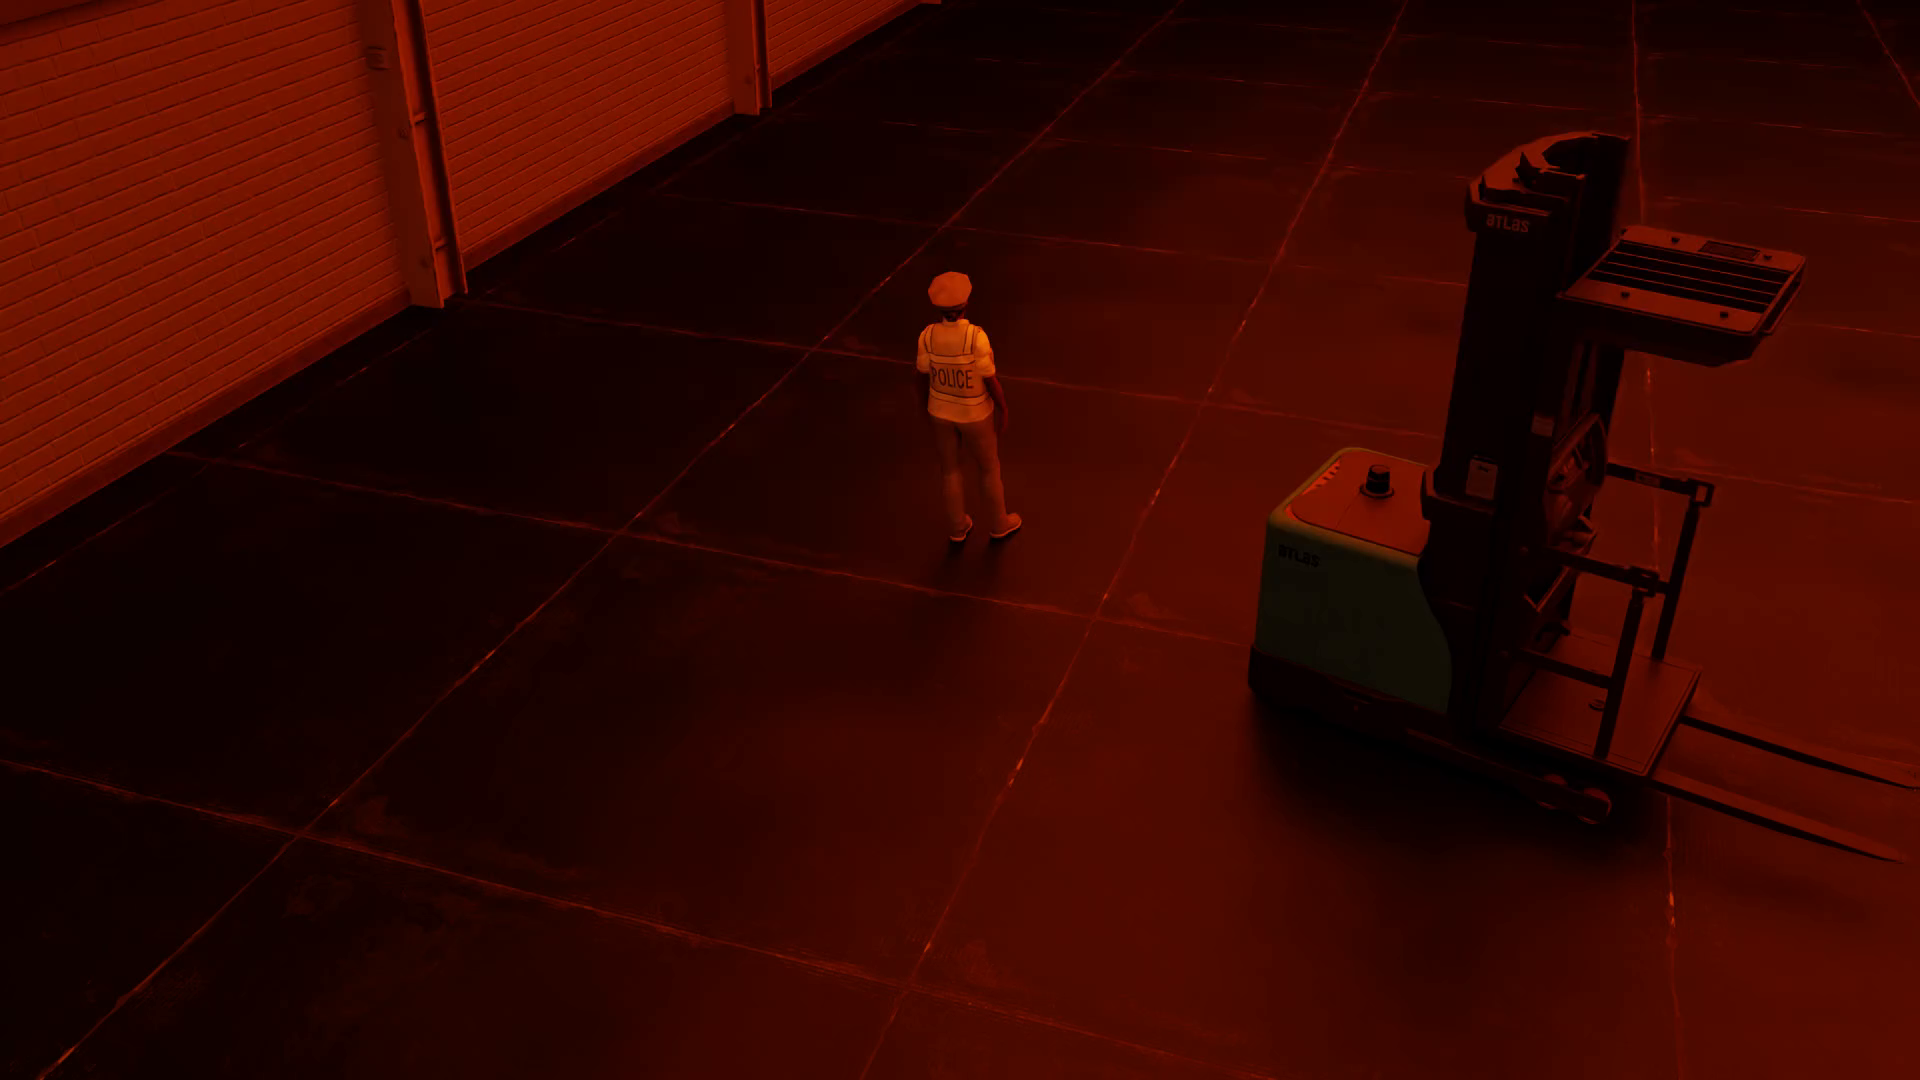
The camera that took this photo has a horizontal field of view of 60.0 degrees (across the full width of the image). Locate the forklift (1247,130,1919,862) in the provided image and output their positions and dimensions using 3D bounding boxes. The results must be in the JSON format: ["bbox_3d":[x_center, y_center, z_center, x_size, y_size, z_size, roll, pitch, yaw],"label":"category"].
[{"bbox_3d":[3.001,-0.247,7.571,3.031,2.935,1.130,19,35,29],"label":"forklift"}]

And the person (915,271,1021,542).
[{"bbox_3d":[0.043,-0.775,9.729,0.569,1.695,0.528,10,31,16],"label":"person"}]
